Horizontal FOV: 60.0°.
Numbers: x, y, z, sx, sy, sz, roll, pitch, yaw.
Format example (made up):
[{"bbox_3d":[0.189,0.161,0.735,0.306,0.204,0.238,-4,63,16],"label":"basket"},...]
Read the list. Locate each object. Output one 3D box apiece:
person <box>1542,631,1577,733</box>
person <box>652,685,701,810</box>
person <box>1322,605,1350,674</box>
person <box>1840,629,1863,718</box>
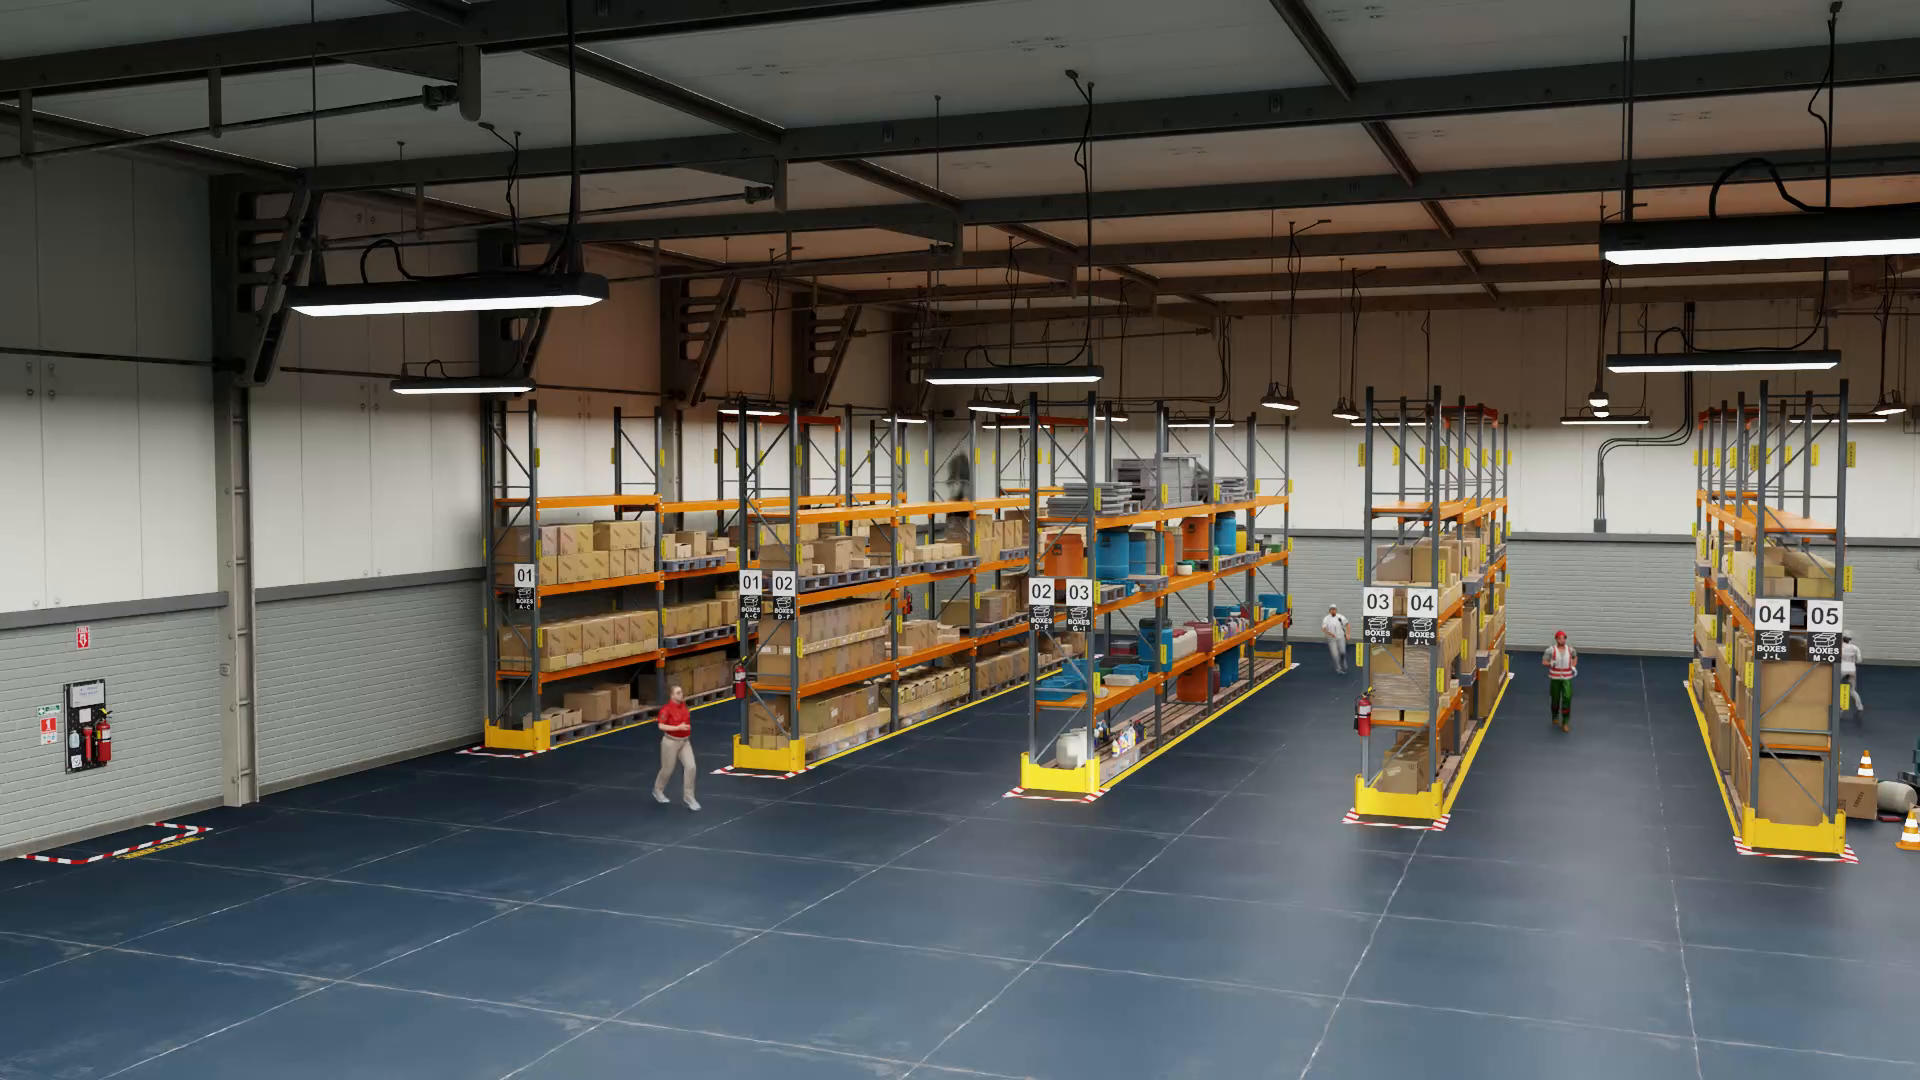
[{"bbox_3d":[11.039,2.580,30.587,0.644,1.829,0.850,1,3,13],"label":"person"},{"bbox_3d":[-4.094,2.966,23.796,0.826,1.787,0.644,2,4,40],"label":"person"},{"bbox_3d":[8.717,2.306,38.585,0.643,1.599,0.538,1,3,13],"label":"person"},{"bbox_3d":[16.967,2.584,31.842,0.619,1.725,0.930,1,3,11],"label":"person"}]
